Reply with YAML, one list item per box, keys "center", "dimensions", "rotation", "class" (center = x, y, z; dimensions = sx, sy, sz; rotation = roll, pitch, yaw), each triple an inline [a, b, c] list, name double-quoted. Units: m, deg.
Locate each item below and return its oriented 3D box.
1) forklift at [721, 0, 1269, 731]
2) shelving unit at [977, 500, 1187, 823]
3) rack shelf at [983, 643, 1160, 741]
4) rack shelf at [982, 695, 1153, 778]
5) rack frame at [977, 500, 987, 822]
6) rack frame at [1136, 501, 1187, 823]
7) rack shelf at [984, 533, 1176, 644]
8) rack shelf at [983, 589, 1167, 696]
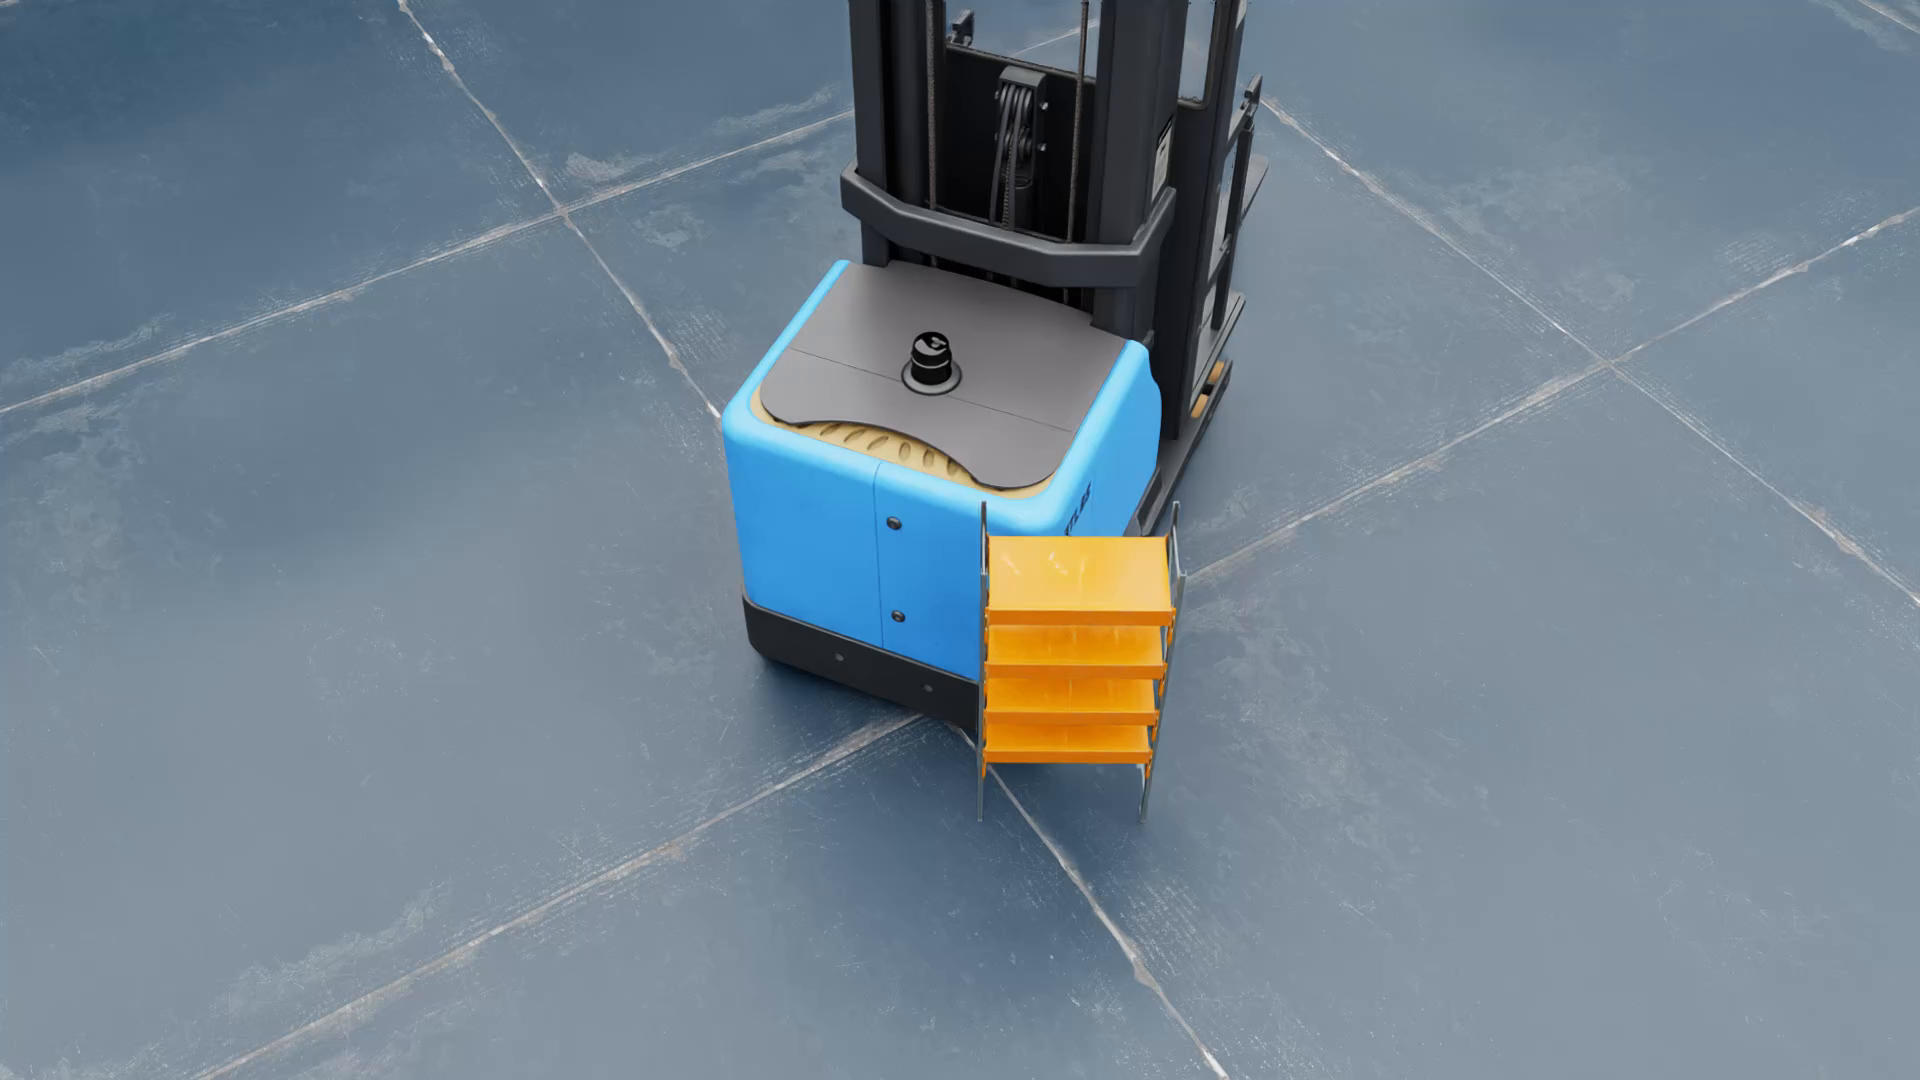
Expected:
- center: [0.363, -1.468, 5.095]
  dimensions: [1.130, 2.935, 3.031]
  rotation: [18, 51, 15]
  class: "forklift"
- center: [0.304, 0.374, 4.606]
  dimensions: [0.503, 1.200, 0.258]
  rotation: [0, 51, 0]
  class: "shelving unit"
- center: [0.304, 0.417, 4.658]
  dimensions: [0.480, 0.148, 0.258]
  rotation: [0, 51, 0]
  class: "rack shelf"
- center: [0.304, 0.543, 4.812]
  dimensions: [0.480, 0.148, 0.258]
  rotation: [0, 51, 0]
  class: "rack shelf"
- center: [0.060, 0.373, 4.608]
  dimensions: [0.015, 1.200, 0.240]
  rotation: [0, 51, 0]
  class: "rack frame"
- center: [0.548, 0.375, 4.605]
  dimensions: [0.015, 1.200, 0.240]
  rotation: [0, 51, 0]
  class: "rack frame"
- center: [0.304, 0.125, 4.303]
  dimensions: [0.480, 0.148, 0.258]
  rotation: [0, 51, 0]
  class: "rack shelf"
- center: [0.304, 0.275, 4.486]
  dimensions: [0.480, 0.148, 0.258]
  rotation: [0, 51, 0]
  class: "rack shelf"
